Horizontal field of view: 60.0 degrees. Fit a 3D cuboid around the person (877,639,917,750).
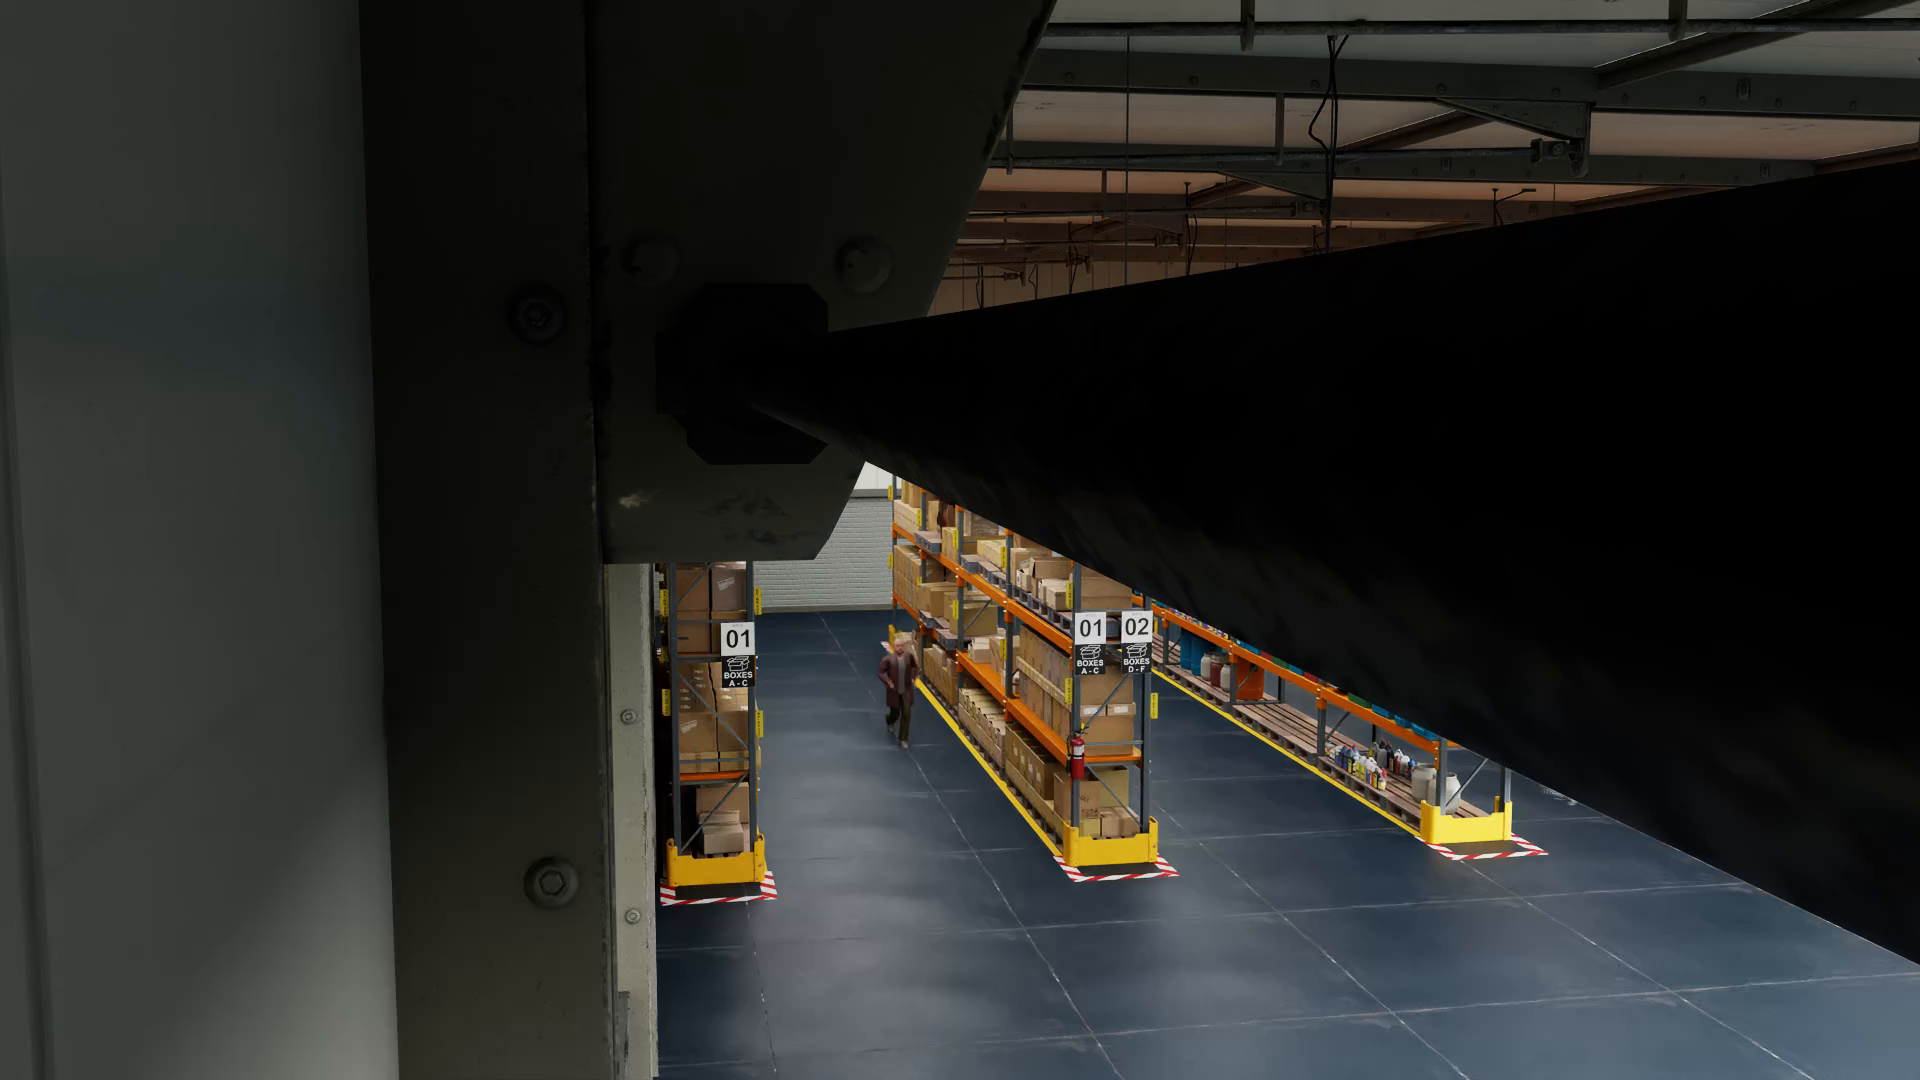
[{"bbox_3d":[-1.007,2.506,27.421,0.710,1.773,0.943,-2,6,-16],"label":"person"}]
